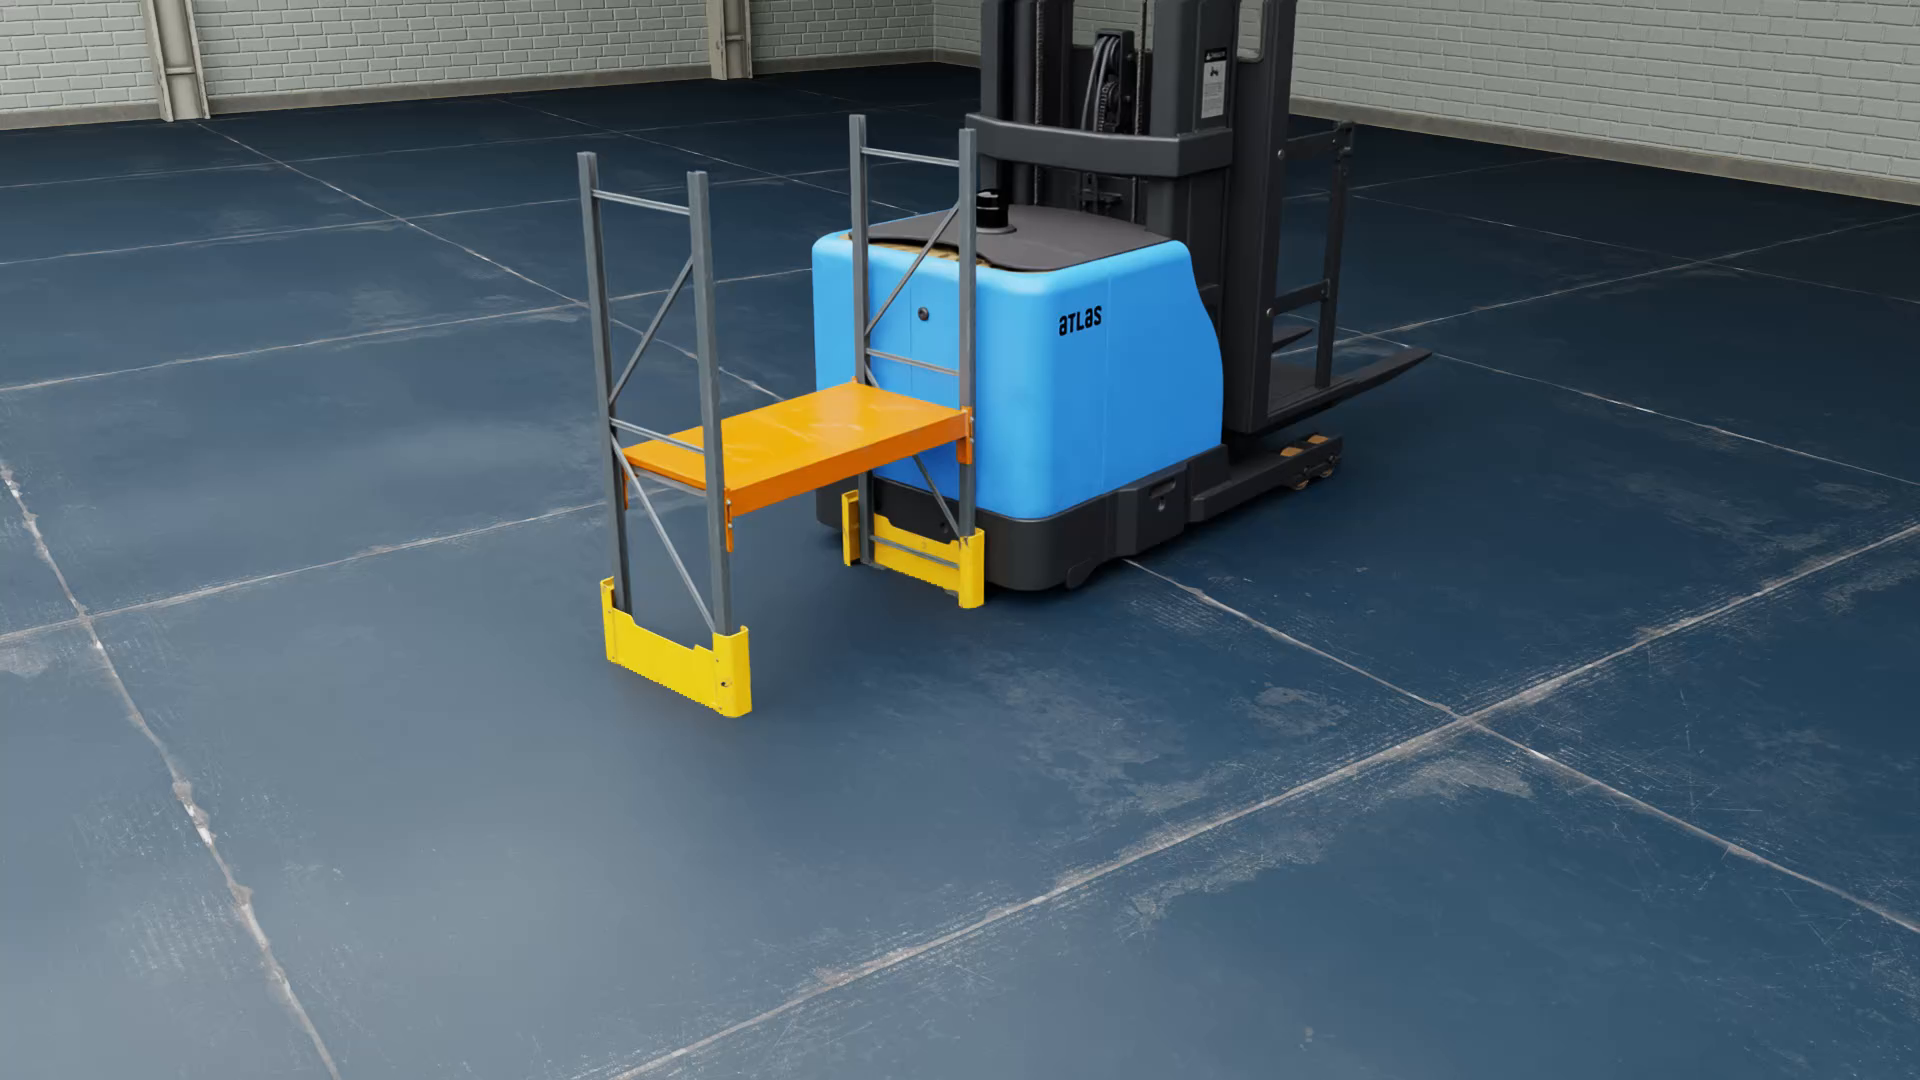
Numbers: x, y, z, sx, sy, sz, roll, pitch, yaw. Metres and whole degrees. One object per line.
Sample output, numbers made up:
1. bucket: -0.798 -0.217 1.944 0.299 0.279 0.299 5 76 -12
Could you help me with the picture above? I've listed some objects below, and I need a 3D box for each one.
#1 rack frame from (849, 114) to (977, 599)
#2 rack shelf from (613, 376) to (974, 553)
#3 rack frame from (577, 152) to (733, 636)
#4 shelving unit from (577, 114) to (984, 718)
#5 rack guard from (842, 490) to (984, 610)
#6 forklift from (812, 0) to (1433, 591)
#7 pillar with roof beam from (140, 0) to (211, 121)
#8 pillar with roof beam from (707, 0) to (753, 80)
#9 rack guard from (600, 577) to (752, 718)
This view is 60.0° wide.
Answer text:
1. rack frame: -0.147 -0.559 5.274 0.500 1.500 0.032 18 28 38
2. rack shelf: -0.486 -0.252 4.989 0.538 0.185 1.000 18 28 38
3. rack frame: -0.826 -0.279 4.571 0.500 1.500 0.032 18 28 38
4. shelving unit: -0.492 -0.416 4.916 0.587 1.500 1.083 18 28 38
5. rack guard: -0.160 0.027 5.492 0.587 0.250 0.087 18 28 38
6. forklift: 0.848 -1.662 6.108 1.130 2.935 3.031 18 28 38
7. pillar with roof beam: -5.024 -6.992 11.276 0.400 9.000 9.100 -15 26 -33
8. pillar with roof beam: -0.154 -8.290 14.530 0.400 9.000 9.100 -15 26 -33
9. rack guard: -0.825 0.302 4.803 0.587 0.250 0.087 18 28 38
